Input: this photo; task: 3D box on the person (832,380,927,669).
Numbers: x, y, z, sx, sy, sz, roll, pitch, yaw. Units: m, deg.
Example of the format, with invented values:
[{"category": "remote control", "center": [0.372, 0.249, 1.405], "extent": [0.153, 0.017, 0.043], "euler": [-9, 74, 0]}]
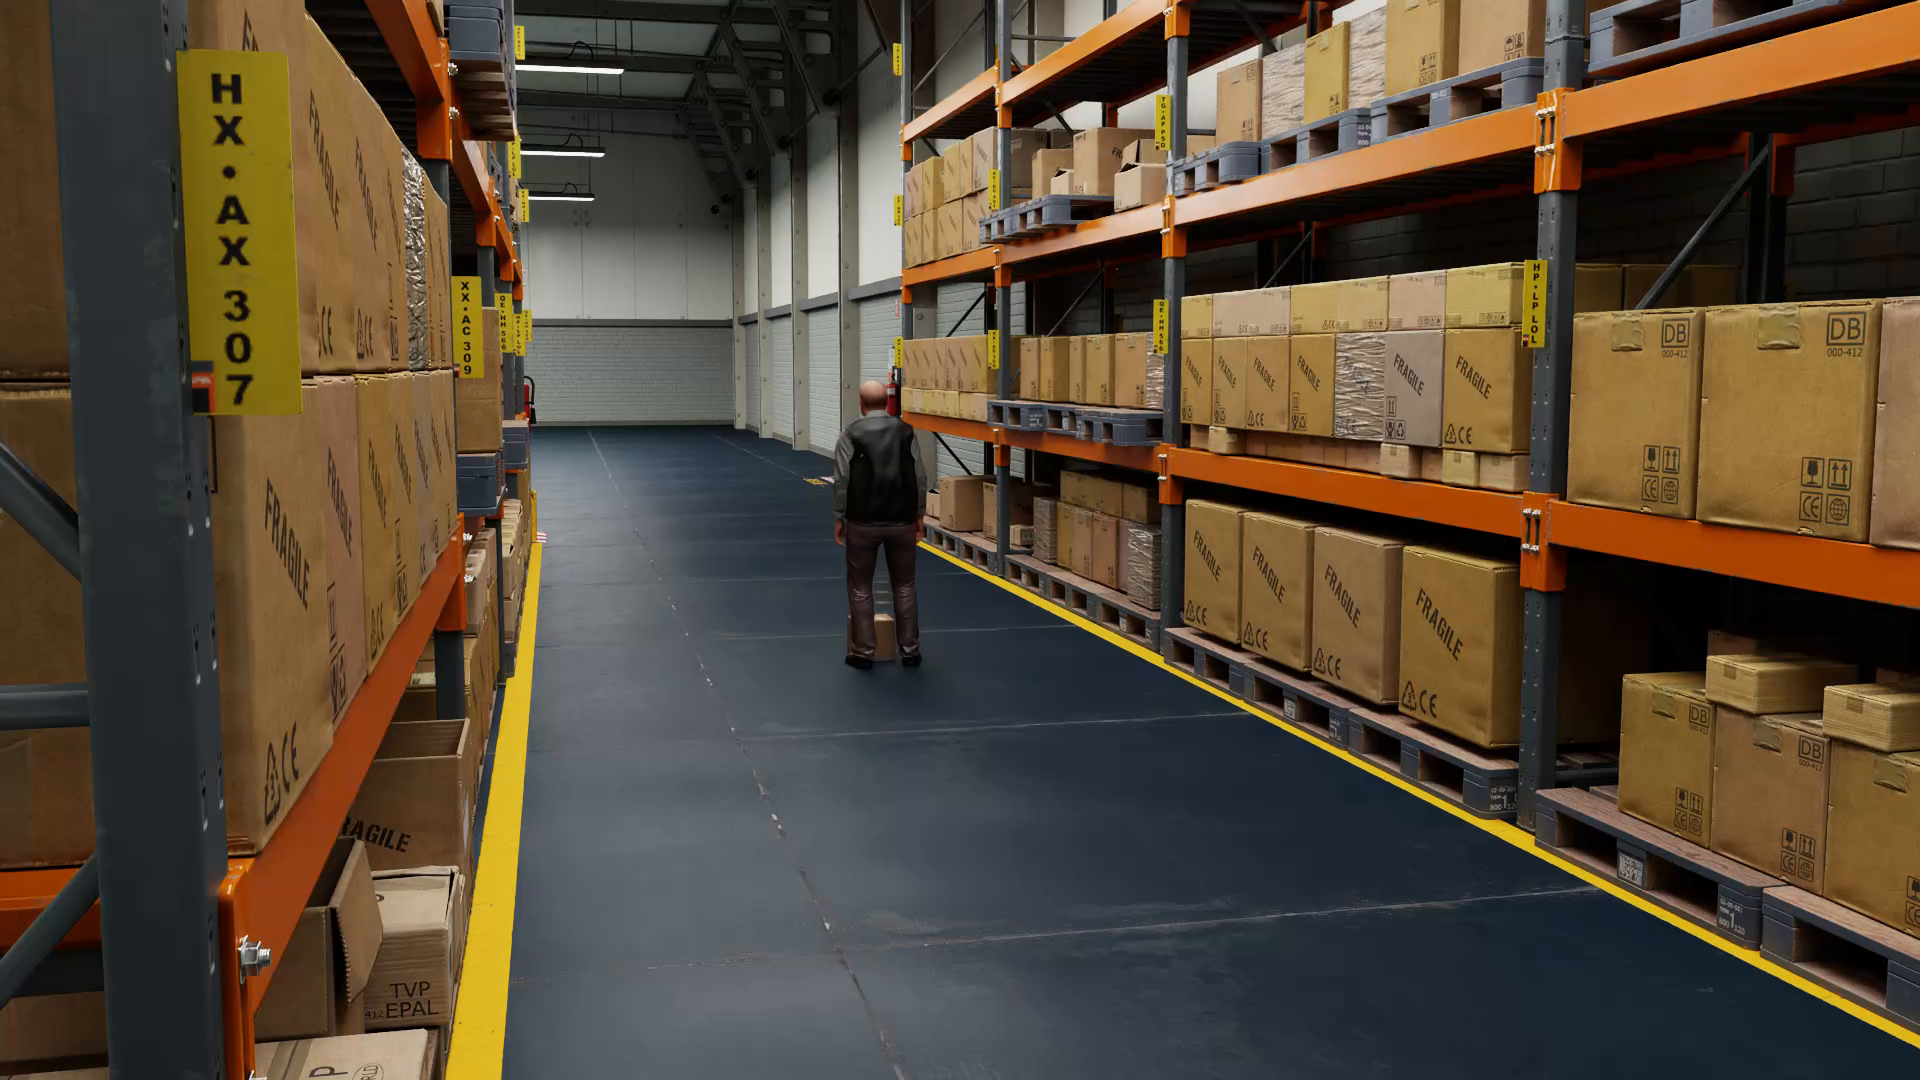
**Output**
[{"category": "person", "center": [-0.479, -0.095, 9.956], "extent": [0.580, 1.719, 0.425], "euler": [-2, 6, -16]}]
